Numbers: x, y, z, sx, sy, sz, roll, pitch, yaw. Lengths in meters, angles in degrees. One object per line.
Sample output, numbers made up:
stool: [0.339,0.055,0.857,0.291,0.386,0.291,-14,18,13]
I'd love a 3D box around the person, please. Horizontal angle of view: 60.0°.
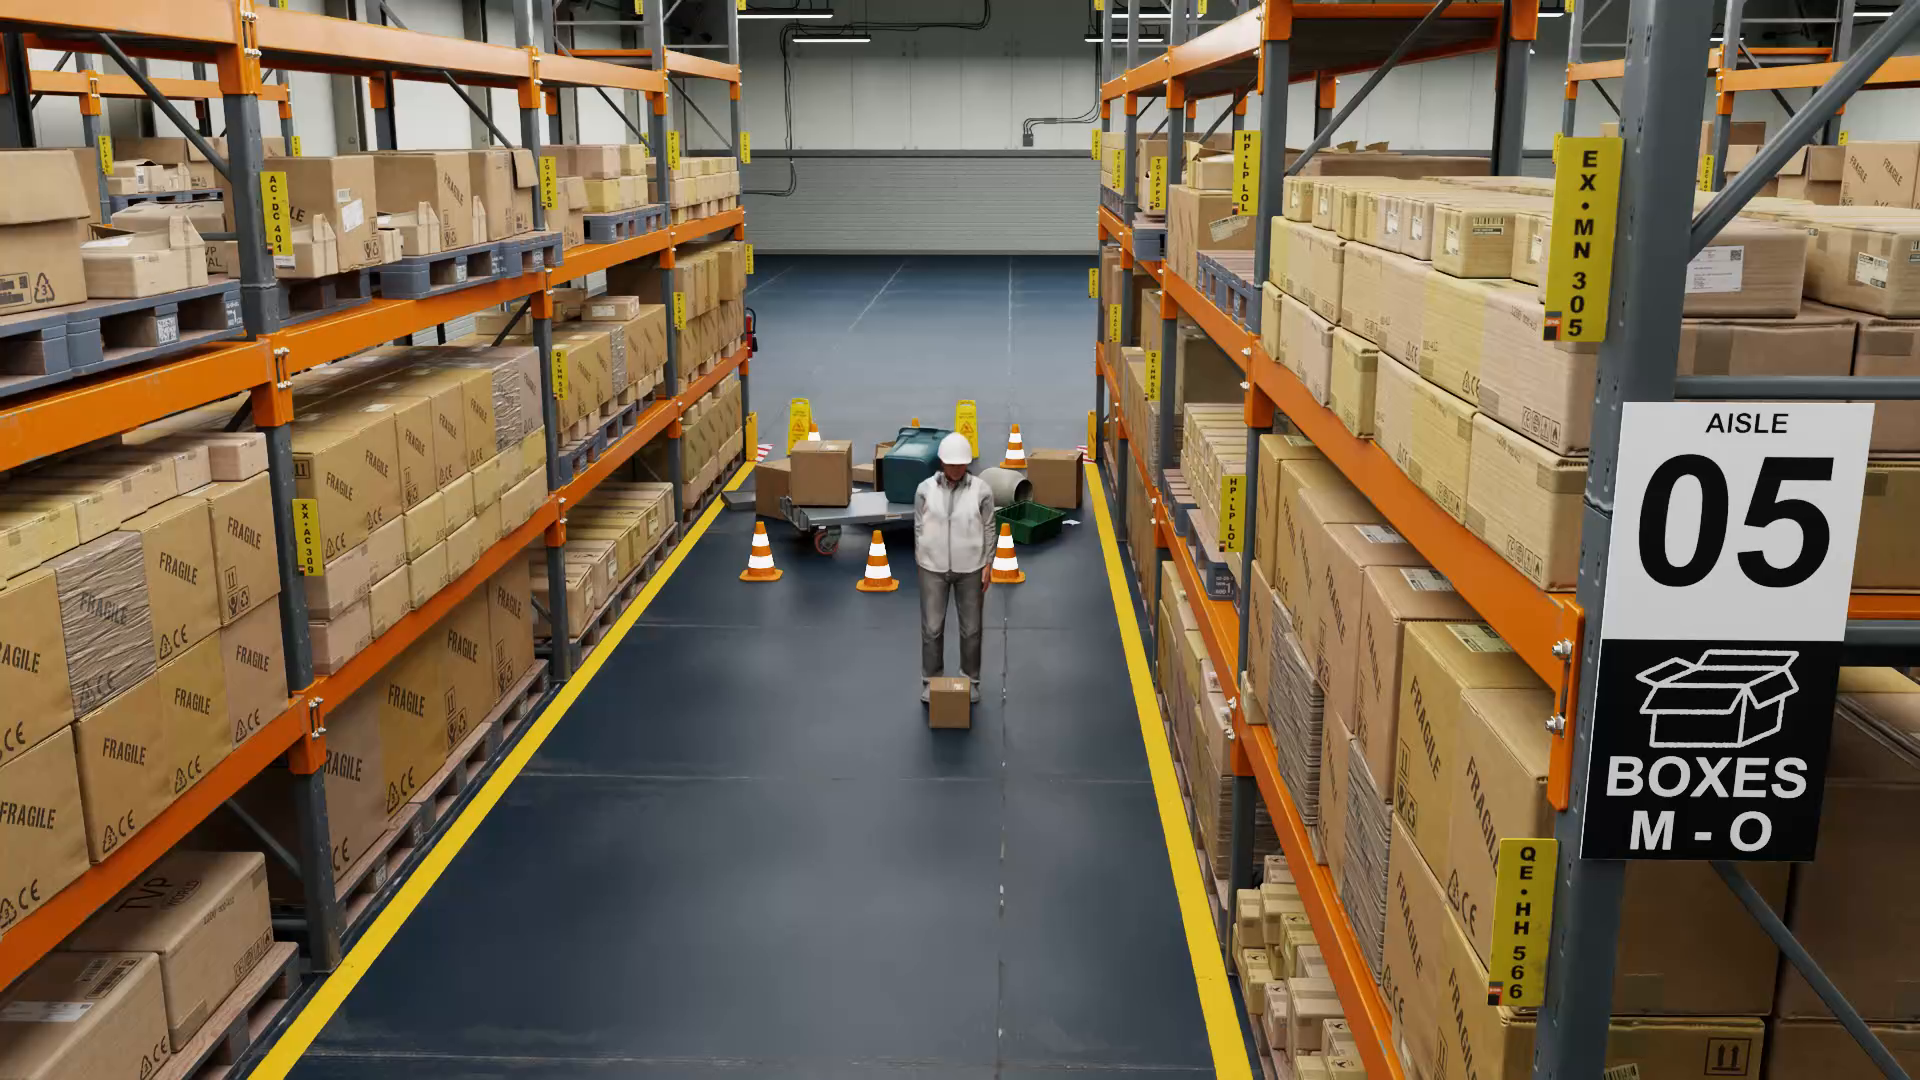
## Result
person: [-0.031,0.177,10.747,0.534,1.764,0.357,1,14,3]
